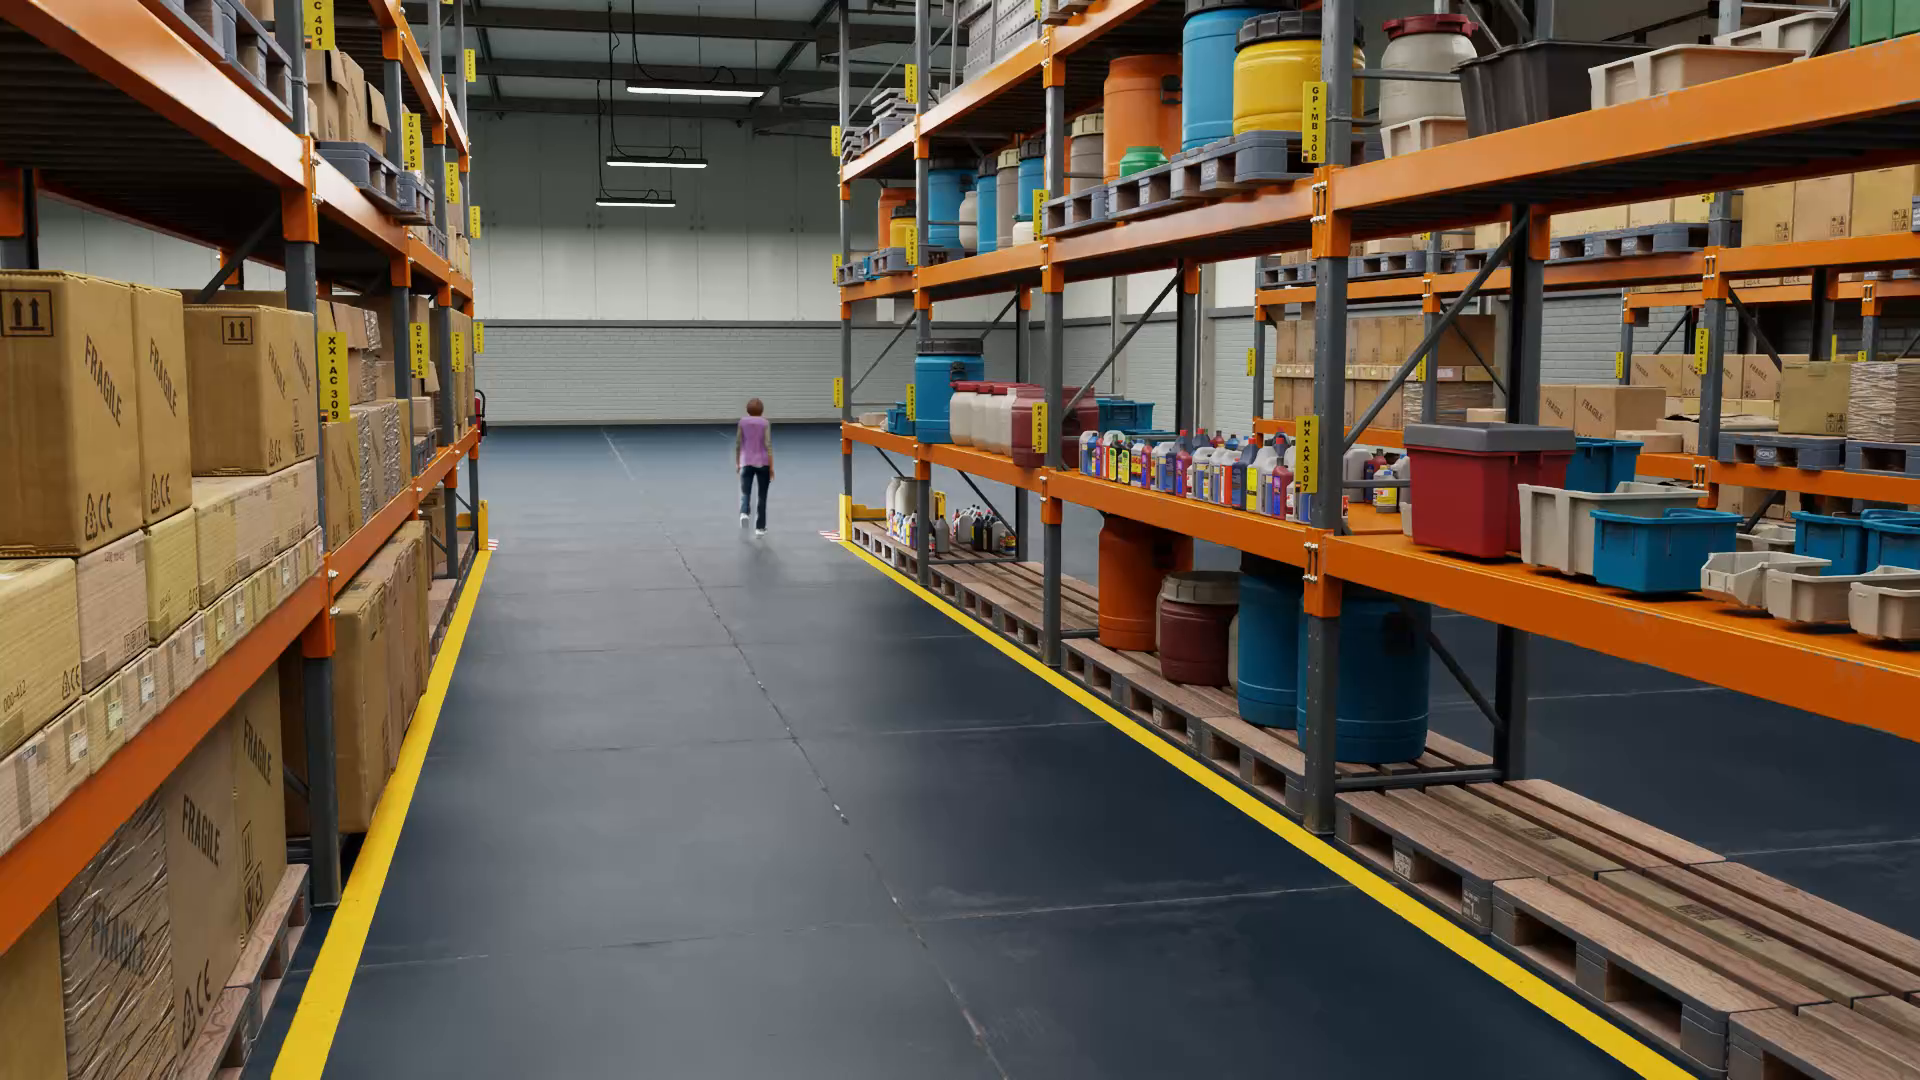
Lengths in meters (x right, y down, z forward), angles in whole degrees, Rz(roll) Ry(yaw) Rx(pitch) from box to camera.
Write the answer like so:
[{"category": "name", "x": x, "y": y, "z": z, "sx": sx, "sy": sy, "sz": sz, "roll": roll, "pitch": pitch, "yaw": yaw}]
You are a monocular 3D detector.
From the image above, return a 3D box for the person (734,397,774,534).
[{"category": "person", "x": -2.326, "y": -0.828, "z": 18.769, "sx": 0.450, "sy": 1.565, "sz": 0.765, "roll": 0, "pitch": 6, "yaw": -3}]
